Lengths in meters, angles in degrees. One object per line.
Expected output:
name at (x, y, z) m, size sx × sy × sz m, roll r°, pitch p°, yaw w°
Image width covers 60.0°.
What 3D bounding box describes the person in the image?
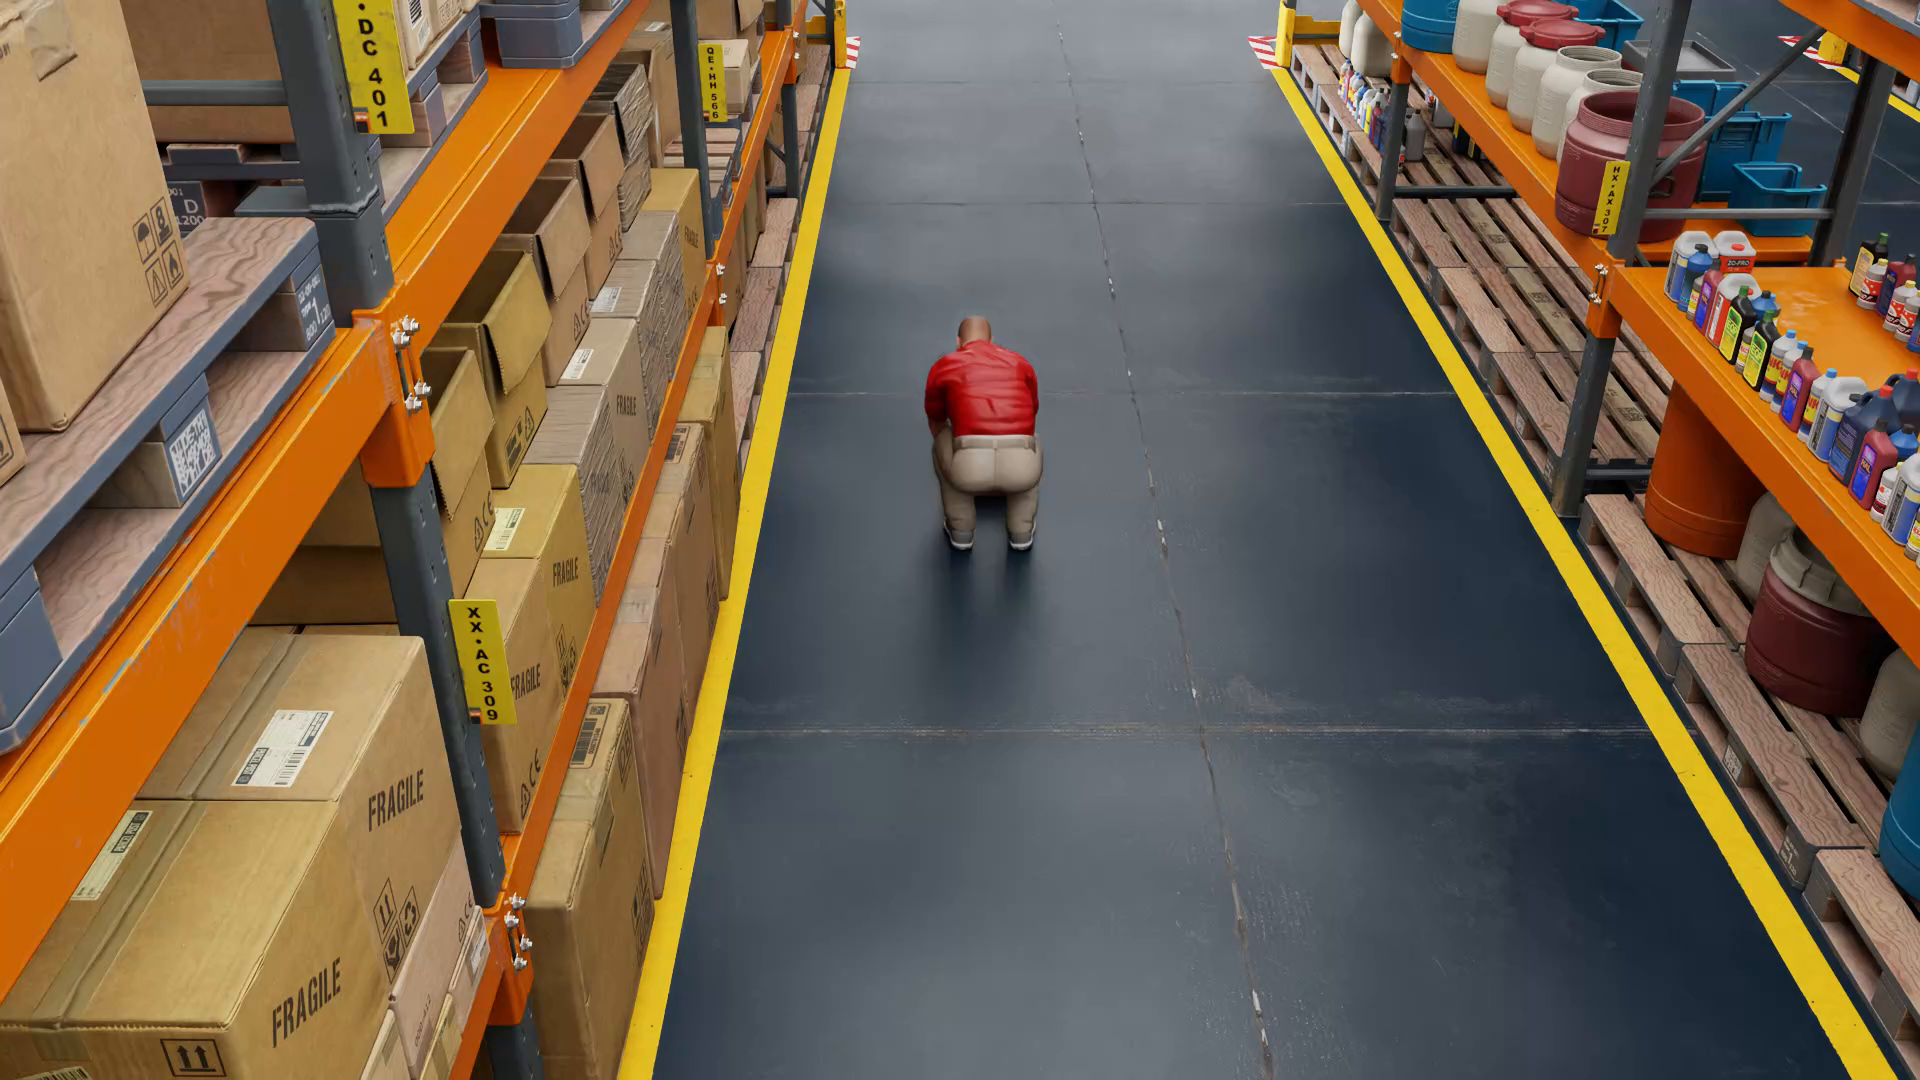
person at (0.118, -0.480, 7.728) m, size 0.566 × 0.915 × 0.880 m, roll 0°, pitch 31°, yaw 0°
